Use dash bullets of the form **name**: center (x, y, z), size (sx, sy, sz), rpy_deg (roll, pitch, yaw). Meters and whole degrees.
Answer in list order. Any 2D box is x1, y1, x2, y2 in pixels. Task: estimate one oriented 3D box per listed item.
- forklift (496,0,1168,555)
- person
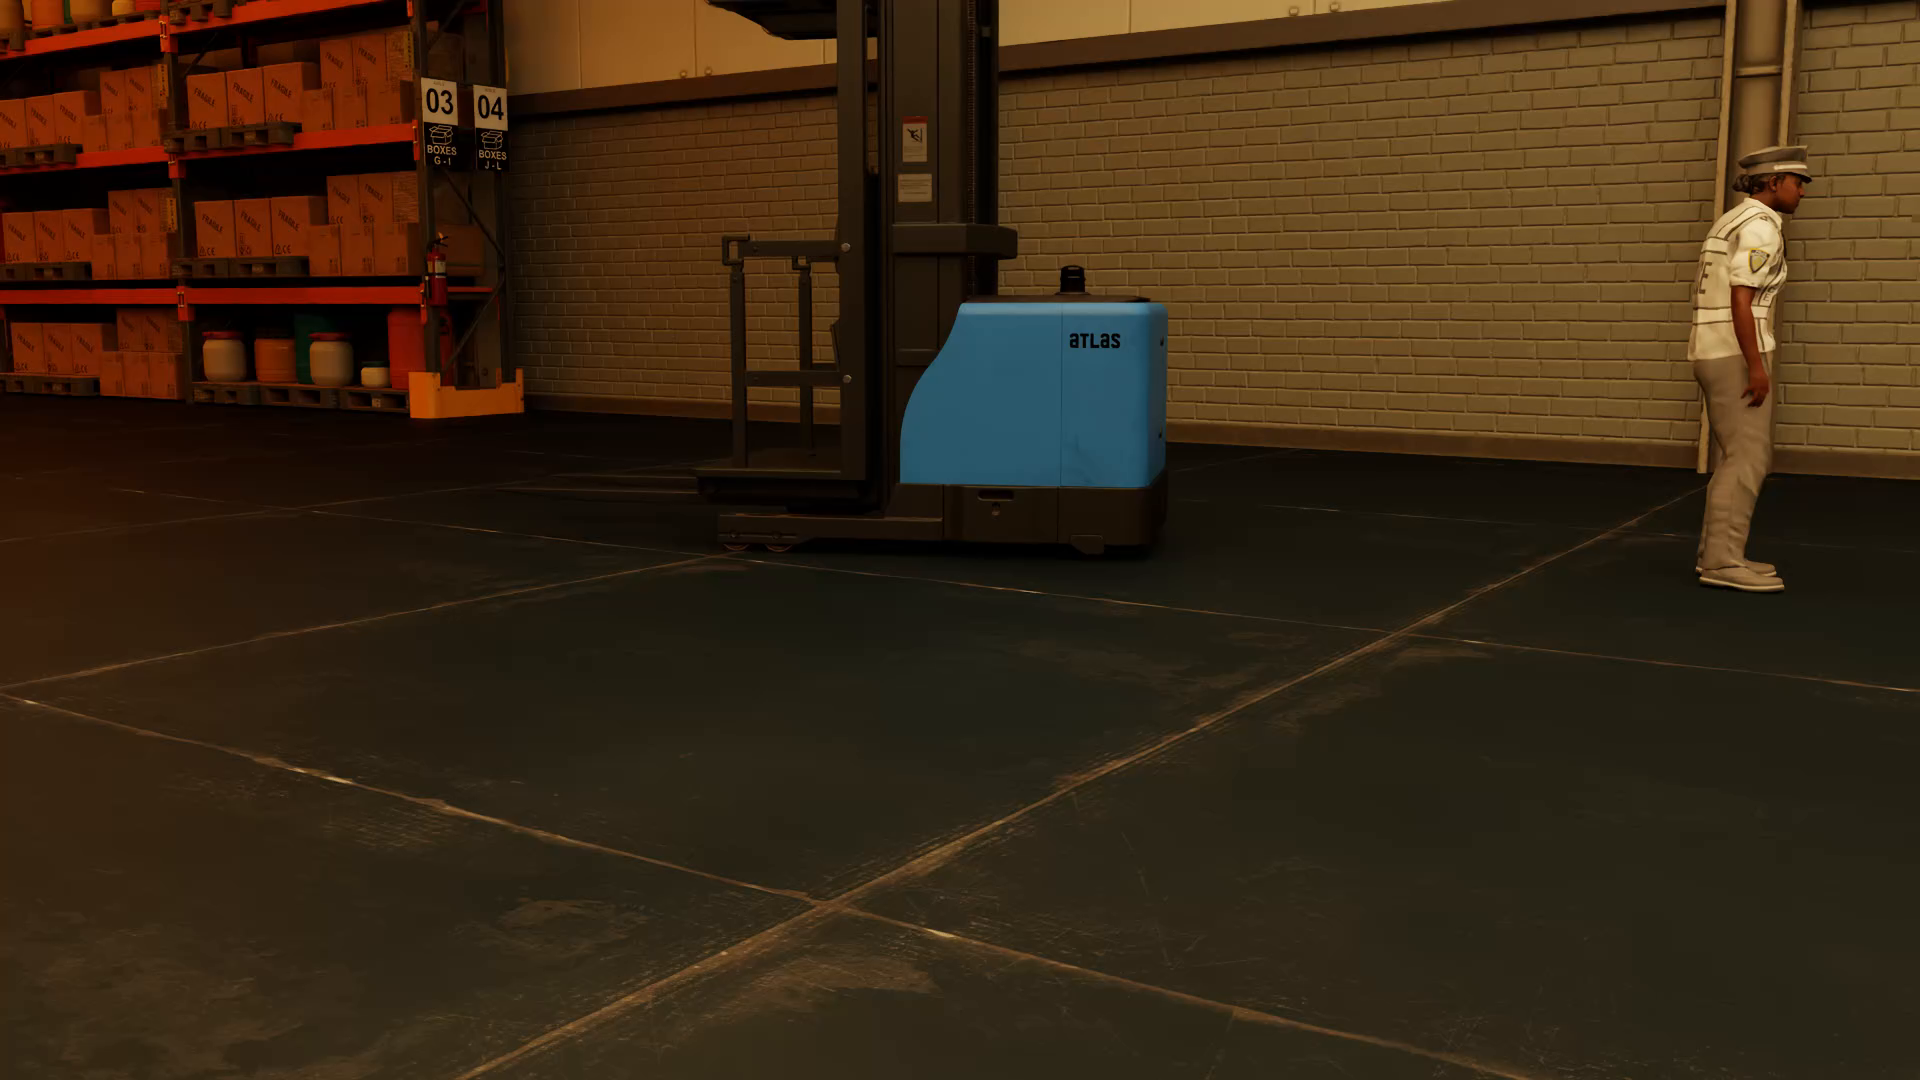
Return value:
- **forklift**: center (-0.596, -1.469, 7.520), size (3.031, 2.935, 1.130), rpy_deg (2, 8, 12)
- **person**: center (2.996, -0.658, 6.355), size (0.395, 1.656, 0.525), rpy_deg (3, 9, 19)
